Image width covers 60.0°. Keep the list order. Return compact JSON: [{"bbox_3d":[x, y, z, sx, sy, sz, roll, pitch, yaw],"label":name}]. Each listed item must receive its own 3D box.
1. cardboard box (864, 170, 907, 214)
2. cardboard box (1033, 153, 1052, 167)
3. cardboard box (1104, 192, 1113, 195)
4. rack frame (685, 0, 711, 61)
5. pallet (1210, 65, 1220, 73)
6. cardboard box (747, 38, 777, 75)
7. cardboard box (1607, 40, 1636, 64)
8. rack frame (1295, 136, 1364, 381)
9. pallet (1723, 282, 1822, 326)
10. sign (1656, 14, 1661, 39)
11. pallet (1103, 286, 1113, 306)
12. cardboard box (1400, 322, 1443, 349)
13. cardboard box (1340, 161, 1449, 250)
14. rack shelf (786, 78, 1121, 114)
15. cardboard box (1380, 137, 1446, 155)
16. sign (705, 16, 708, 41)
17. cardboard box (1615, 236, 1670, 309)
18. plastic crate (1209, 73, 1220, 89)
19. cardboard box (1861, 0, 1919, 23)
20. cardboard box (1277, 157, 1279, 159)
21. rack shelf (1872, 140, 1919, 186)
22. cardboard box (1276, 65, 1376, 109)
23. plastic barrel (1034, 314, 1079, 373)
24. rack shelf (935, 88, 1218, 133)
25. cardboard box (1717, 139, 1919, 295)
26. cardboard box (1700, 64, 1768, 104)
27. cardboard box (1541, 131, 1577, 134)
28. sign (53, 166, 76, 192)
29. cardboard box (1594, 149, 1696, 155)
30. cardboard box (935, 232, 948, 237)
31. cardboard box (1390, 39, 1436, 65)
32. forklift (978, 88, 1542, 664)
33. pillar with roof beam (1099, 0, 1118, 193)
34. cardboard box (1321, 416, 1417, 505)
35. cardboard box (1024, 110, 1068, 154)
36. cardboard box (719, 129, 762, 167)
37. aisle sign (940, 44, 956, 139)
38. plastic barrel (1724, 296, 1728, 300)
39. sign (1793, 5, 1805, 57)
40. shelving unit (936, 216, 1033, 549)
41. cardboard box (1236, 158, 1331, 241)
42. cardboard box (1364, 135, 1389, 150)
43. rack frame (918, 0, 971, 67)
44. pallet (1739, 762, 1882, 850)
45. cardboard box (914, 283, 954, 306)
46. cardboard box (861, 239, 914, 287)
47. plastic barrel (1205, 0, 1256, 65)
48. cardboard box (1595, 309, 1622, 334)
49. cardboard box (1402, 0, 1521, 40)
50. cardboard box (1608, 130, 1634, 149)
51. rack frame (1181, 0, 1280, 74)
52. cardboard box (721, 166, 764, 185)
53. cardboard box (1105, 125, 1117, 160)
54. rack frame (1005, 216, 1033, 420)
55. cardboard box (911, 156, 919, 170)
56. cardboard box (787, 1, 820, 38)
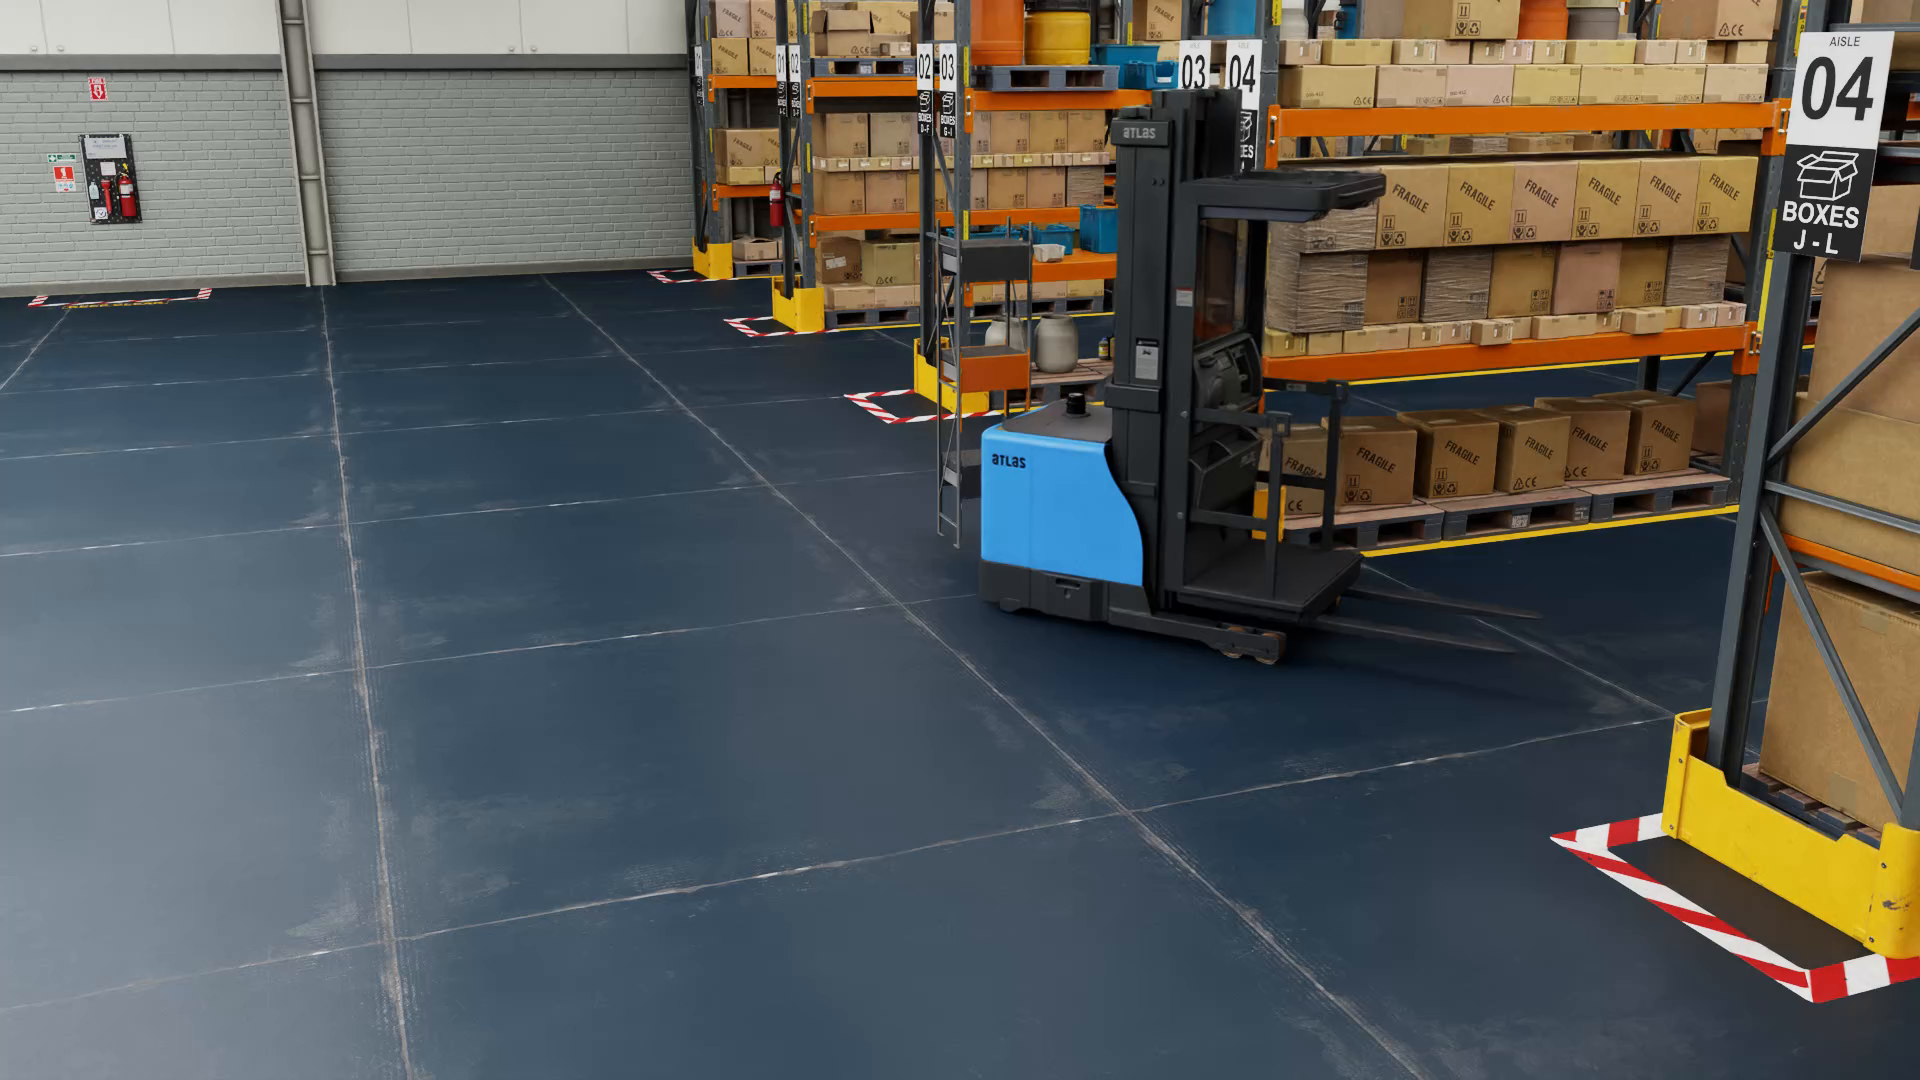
[{"bbox_3d":[-0.981,-4.169,19.793,0.500,0.500,0.700,-6,17,-19],"label":"cardboard box"},{"bbox_3d":[0.928,-4.623,20.189,0.250,0.149,0.380,-6,17,-20],"label":"cardboard box"},{"bbox_3d":[2.576,-5.377,26.408,0.500,0.250,0.500,-6,17,-19],"label":"cardboard box"},{"bbox_3d":[-3.686,-8.204,23.065,0.127,3.000,1.000,-6,17,-20],"label":"rack frame"},{"bbox_3d":[2.955,-4.373,15.676,1.003,0.211,1.213,-6,17,-20],"label":"pallet"},{"bbox_3d":[-2.770,-6.835,23.514,0.500,0.500,0.500,-5,17,-16],"label":"cardboard box"},{"bbox_3d":[4.165,-3.177,10.828,0.250,0.149,0.380,-5,17,-18],"label":"cardboard box"},{"bbox_3d":[3.594,-3.122,16.407,0.127,3.000,1.000,-6,17,-20],"label":"rack frame"},{"bbox_3d":[6.132,-1.766,12.129,1.213,0.211,1.003,-6,17,-20],"label":"pallet"},{"bbox_3d":[9.497,-6.963,22.546,0.005,0.325,0.100,-6,17,-20],"label":"sign"},{"bbox_3d":[2.499,-3.173,21.527,1.213,0.211,1.003,-6,17,-20],"label":"pallet"},{"bbox_3d":[2.924,-1.357,10.841,0.250,0.149,0.380,-6,17,-20],"label":"cardboard box"},{"bbox_3d":[2.712,-2.119,10.509,0.500,0.500,0.500,-6,17,-20],"label":"cardboard box"},{"bbox_3d":[-0.043,-5.318,19.839,4.000,0.370,1.077,-6,17,-20],"label":"rack shelf"},{"bbox_3d":[6.108,-5.172,22.464,0.500,0.500,0.700,-13,21,-38],"label":"cardboard box"},{"bbox_3d":[-3.492,-7.042,22.878,0.005,0.325,0.100,-6,17,-20],"label":"sign"},{"bbox_3d":[4.444,-1.940,11.674,0.500,0.500,0.875,-6,17,-20],"label":"cardboard box"},{"bbox_3d":[2.240,-4.167,15.108,0.396,0.136,0.243,-6,17,-20],"label":"plastic crate"},{"bbox_3d":[3.669,-1.983,6.019,0.500,0.250,0.500,-6,17,-19],"label":"cardboard box"},{"bbox_3d":[3.999,-4.704,21.615,0.500,0.500,0.500,-7,18,-23],"label":"cardboard box"},{"bbox_3d":[5.179,-1.396,6.483,4.000,0.370,1.077,-6,17,-20],"label":"rack shelf"},{"bbox_3d":[2.173,-2.764,10.129,0.500,0.250,0.500,-6,17,-18],"label":"cardboard box"},{"bbox_3d":[0.914,-1.864,15.792,0.421,0.512,0.421,0,16,0],"label":"plastic barrel"},{"bbox_3d":[1.726,-4.015,15.399,4.000,0.370,1.077,-6,17,-20],"label":"rack shelf"},{"bbox_3d":[6.158,-2.352,11.973,1.000,1.000,1.000,-6,17,-20],"label":"cardboard box"},{"bbox_3d":[5.034,-3.072,11.178,0.500,0.250,0.500,-5,17,-18],"label":"cardboard box"},{"bbox_3d":[10.106,-6.952,28.917,0.700,0.700,0.980,-6,18,-21],"label":"cardboard box"},{"bbox_3d":[-11.819,-4.768,21.949,0.234,0.329,0.001,-6,17,-20],"label":"sign"},{"bbox_3d":[4.855,-2.511,11.846,0.500,0.500,0.500,-6,17,-20],"label":"cardboard box"},{"bbox_3d":[-0.120,-3.552,20.673,0.500,0.500,0.500,-6,17,-20],"label":"cardboard box"},{"bbox_3d":[2.719,-3.009,10.255,0.250,0.149,0.380,-5,17,-18],"label":"cardboard box"},{"bbox_3d":[1.645,-0.916,9.016,3.031,2.935,1.130,9,19,28],"label":"forklift"},{"bbox_3d":[3.801,-7.975,22.283,0.400,9.000,9.100,-6,17,-20],"label":"pillar with roof beam"},{"bbox_3d":[2.766,-0.546,11.325,0.500,0.500,0.500,-2,16,-6],"label":"cardboard box"},{"bbox_3d":[0.942,-4.999,20.317,0.500,0.500,0.700,-6,17,-20],"label":"cardboard box"},{"bbox_3d":[-3.133,-5.592,23.717,0.500,0.500,0.500,-6,17,-20],"label":"cardboard box"},{"bbox_3d":[-0.104,-3.882,14.380,0.004,0.787,0.394,-6,17,-20],"label":"aisle sign"},{"bbox_3d":[8.834,-2.738,18.632,0.708,0.588,0.600,-6,17,-20],"label":"plastic barrel"},{"bbox_3d":[5.568,-3.365,10.991,0.005,0.325,0.100,-6,17,-20],"label":"sign"},{"bbox_3d":[0.155,-1.024,10.859,0.503,2.100,0.431,-6,17,-20],"label":"shelving unit"},{"bbox_3d":[2.056,-2.207,10.810,0.500,0.500,0.500,-6,17,-20],"label":"cardboard box"},{"bbox_3d":[6.706,-6.569,27.403,0.500,0.500,0.500,-6,17,-20],"label":"cardboard box"},{"bbox_3d":[-0.141,-5.598,14.189,0.127,3.000,1.000,-6,17,-20],"label":"rack frame"},{"bbox_3d":[4.030,1.136,6.855,1.213,0.211,1.003,-6,17,-20],"label":"pallet"},{"bbox_3d":[-0.397,-3.002,20.132,0.500,0.250,0.500,-6,17,-20],"label":"cardboard box"},{"bbox_3d":[-0.864,-3.311,19.854,0.500,0.500,0.500,-6,17,-20],"label":"cardboard box"},{"bbox_3d":[2.626,-4.931,15.609,0.708,0.901,0.600,-6,17,-20],"label":"plastic barrel"},{"bbox_3d":[4.305,-1.523,11.405,0.250,0.149,0.380,-6,17,-20],"label":"cardboard box"},{"bbox_3d":[3.114,-3.364,10.315,0.500,0.500,0.500,-6,17,-20],"label":"cardboard box"},{"bbox_3d":[9.675,-5.879,23.844,0.500,0.500,0.500,-6,17,-20],"label":"cardboard box"},{"bbox_3d":[1.631,-4.294,9.751,0.127,3.000,1.000,-6,17,-20],"label":"rack frame"},{"bbox_3d":[-3.117,-5.229,23.812,0.500,0.250,0.500,-7,18,-22],"label":"cardboard box"},{"bbox_3d":[2.193,-6.210,25.963,0.500,0.500,0.700,-6,17,-20],"label":"cardboard box"},{"bbox_3d":[0.382,-1.049,10.943,0.015,2.100,0.400,-6,17,-20],"label":"rack frame"},{"bbox_3d":[-0.503,-4.469,19.665,0.250,0.149,0.380,-7,18,-22],"label":"cardboard box"},{"bbox_3d":[-2.278,-7.369,23.557,0.500,0.500,0.500,-6,17,-19],"label":"cardboard box"}]
